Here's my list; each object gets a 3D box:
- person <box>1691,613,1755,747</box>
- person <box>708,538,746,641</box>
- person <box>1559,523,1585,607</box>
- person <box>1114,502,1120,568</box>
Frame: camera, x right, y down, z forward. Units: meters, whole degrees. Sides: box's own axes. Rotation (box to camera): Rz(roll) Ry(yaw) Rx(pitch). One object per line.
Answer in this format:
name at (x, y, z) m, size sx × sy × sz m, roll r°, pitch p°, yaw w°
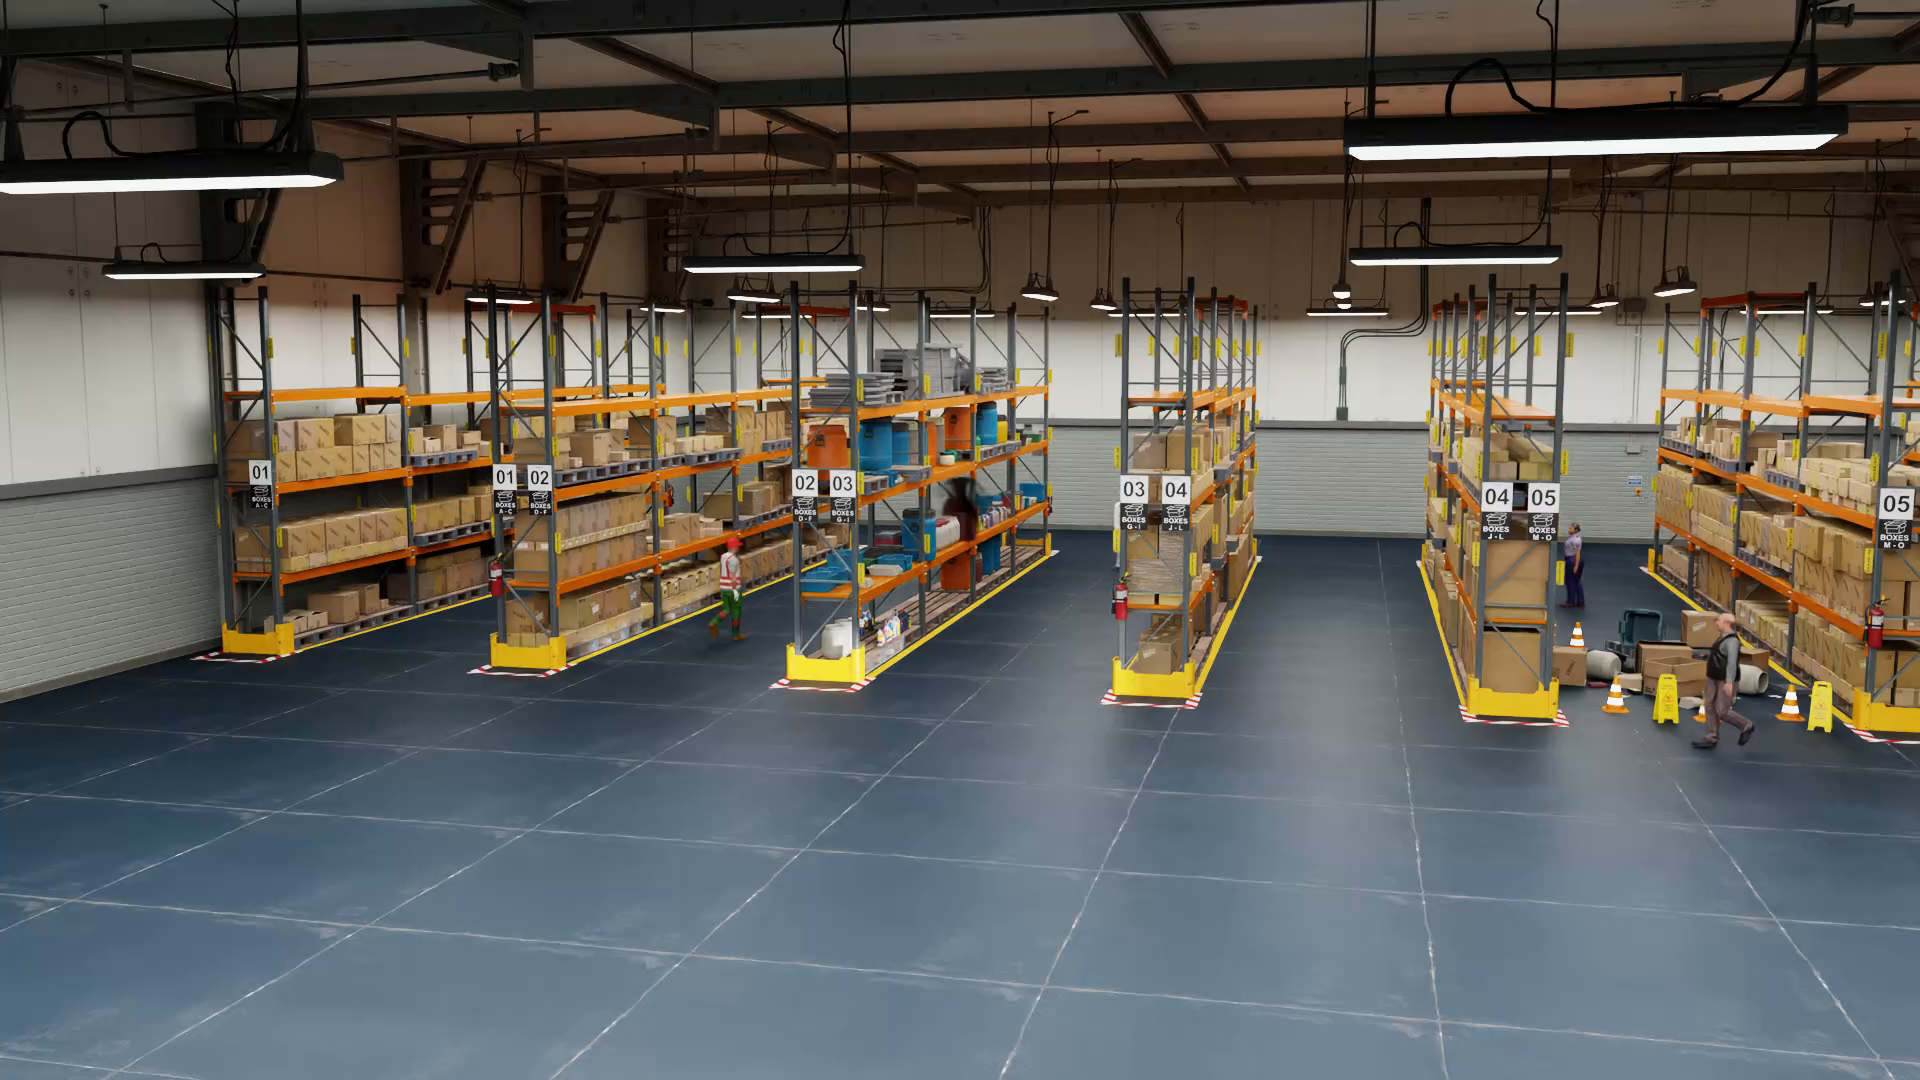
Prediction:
person at (9.593, 1.766, 20.784) m, size 0.672 × 1.709 × 0.531 m, roll -1°, pitch 7°, yaw -10°
person at (-3.978, 0.846, 28.459) m, size 0.726 × 1.777 × 0.548 m, roll -6°, pitch 9°, yaw -43°
person at (11.956, 0.488, 32.357) m, size 0.424 × 1.641 × 0.479 m, roll 5°, pitch 8°, yaw 37°
person at (3.768, -0.245, 38.056) m, size 0.467 × 1.799 × 0.662 m, roll 5°, pitch 8°, yaw 38°
